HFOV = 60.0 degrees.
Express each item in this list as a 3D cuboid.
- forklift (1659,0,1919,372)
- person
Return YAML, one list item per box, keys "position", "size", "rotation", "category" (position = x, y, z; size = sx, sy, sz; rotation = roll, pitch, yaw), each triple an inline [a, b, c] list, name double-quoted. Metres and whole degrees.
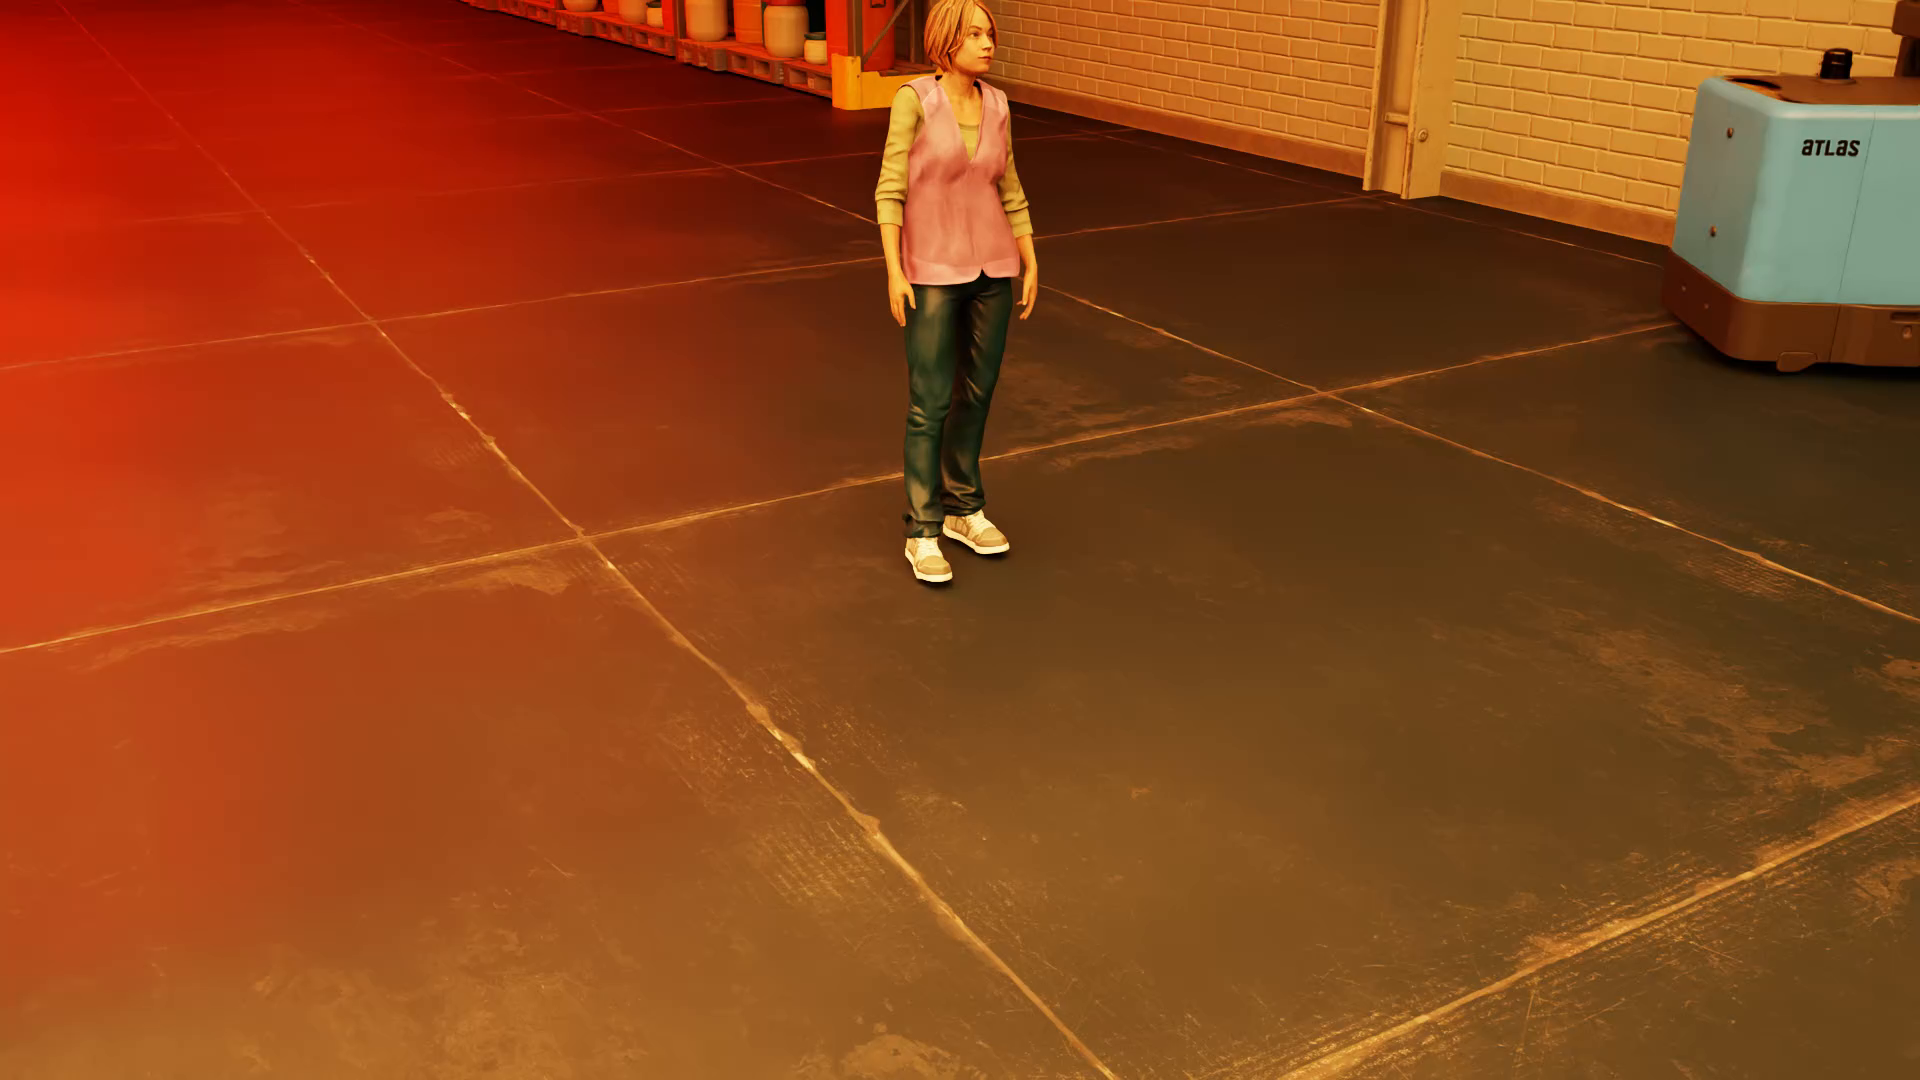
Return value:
- position: [4.664, -2.162, 6.542]
  size: [3.031, 2.935, 1.130]
  rotation: [2, 22, 4]
  category: "forklift"
- position: [0.025, -0.719, 4.763]
  size: [0.520, 1.597, 0.476]
  rotation: [-12, 25, -28]
  category: "person"
